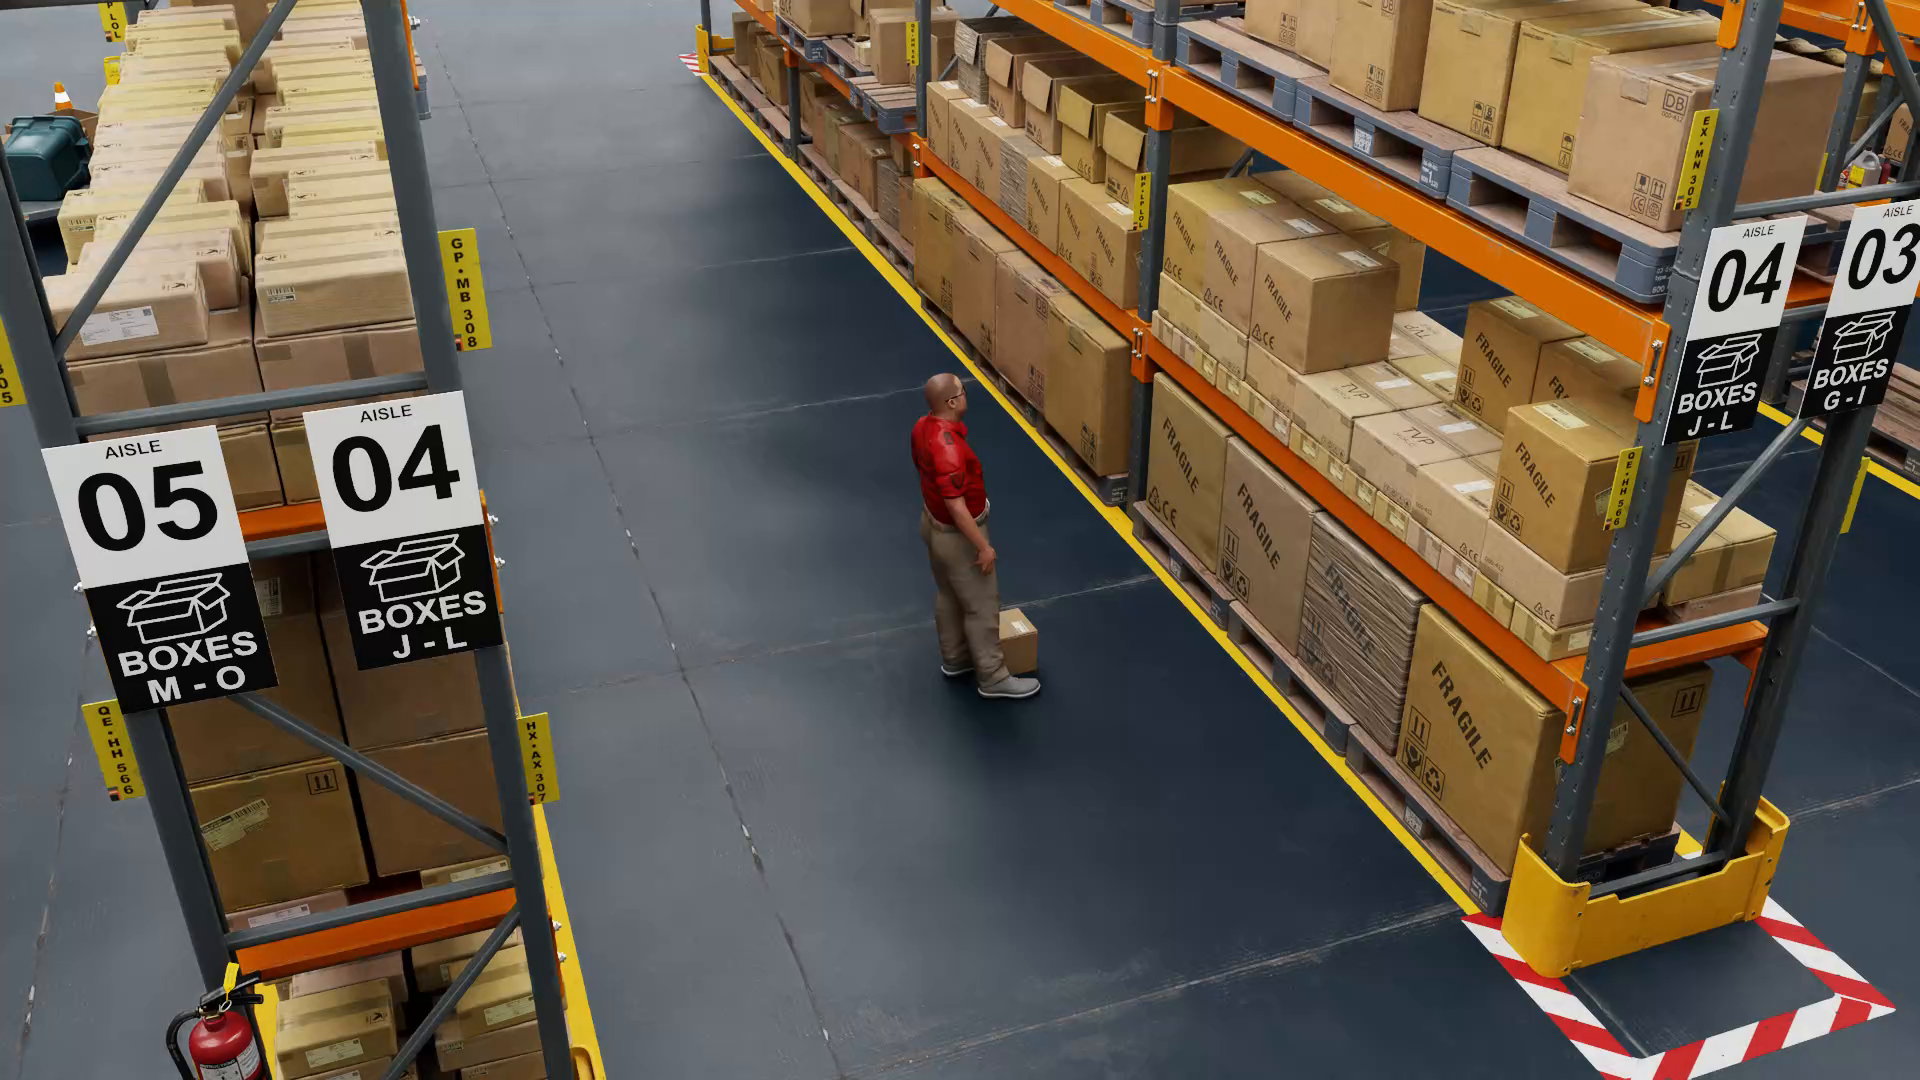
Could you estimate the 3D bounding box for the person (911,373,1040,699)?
[{"bbox_3d":[0.070,-0.044,8.421,0.550,1.728,0.640,-10,31,-18],"label":"person"}]
